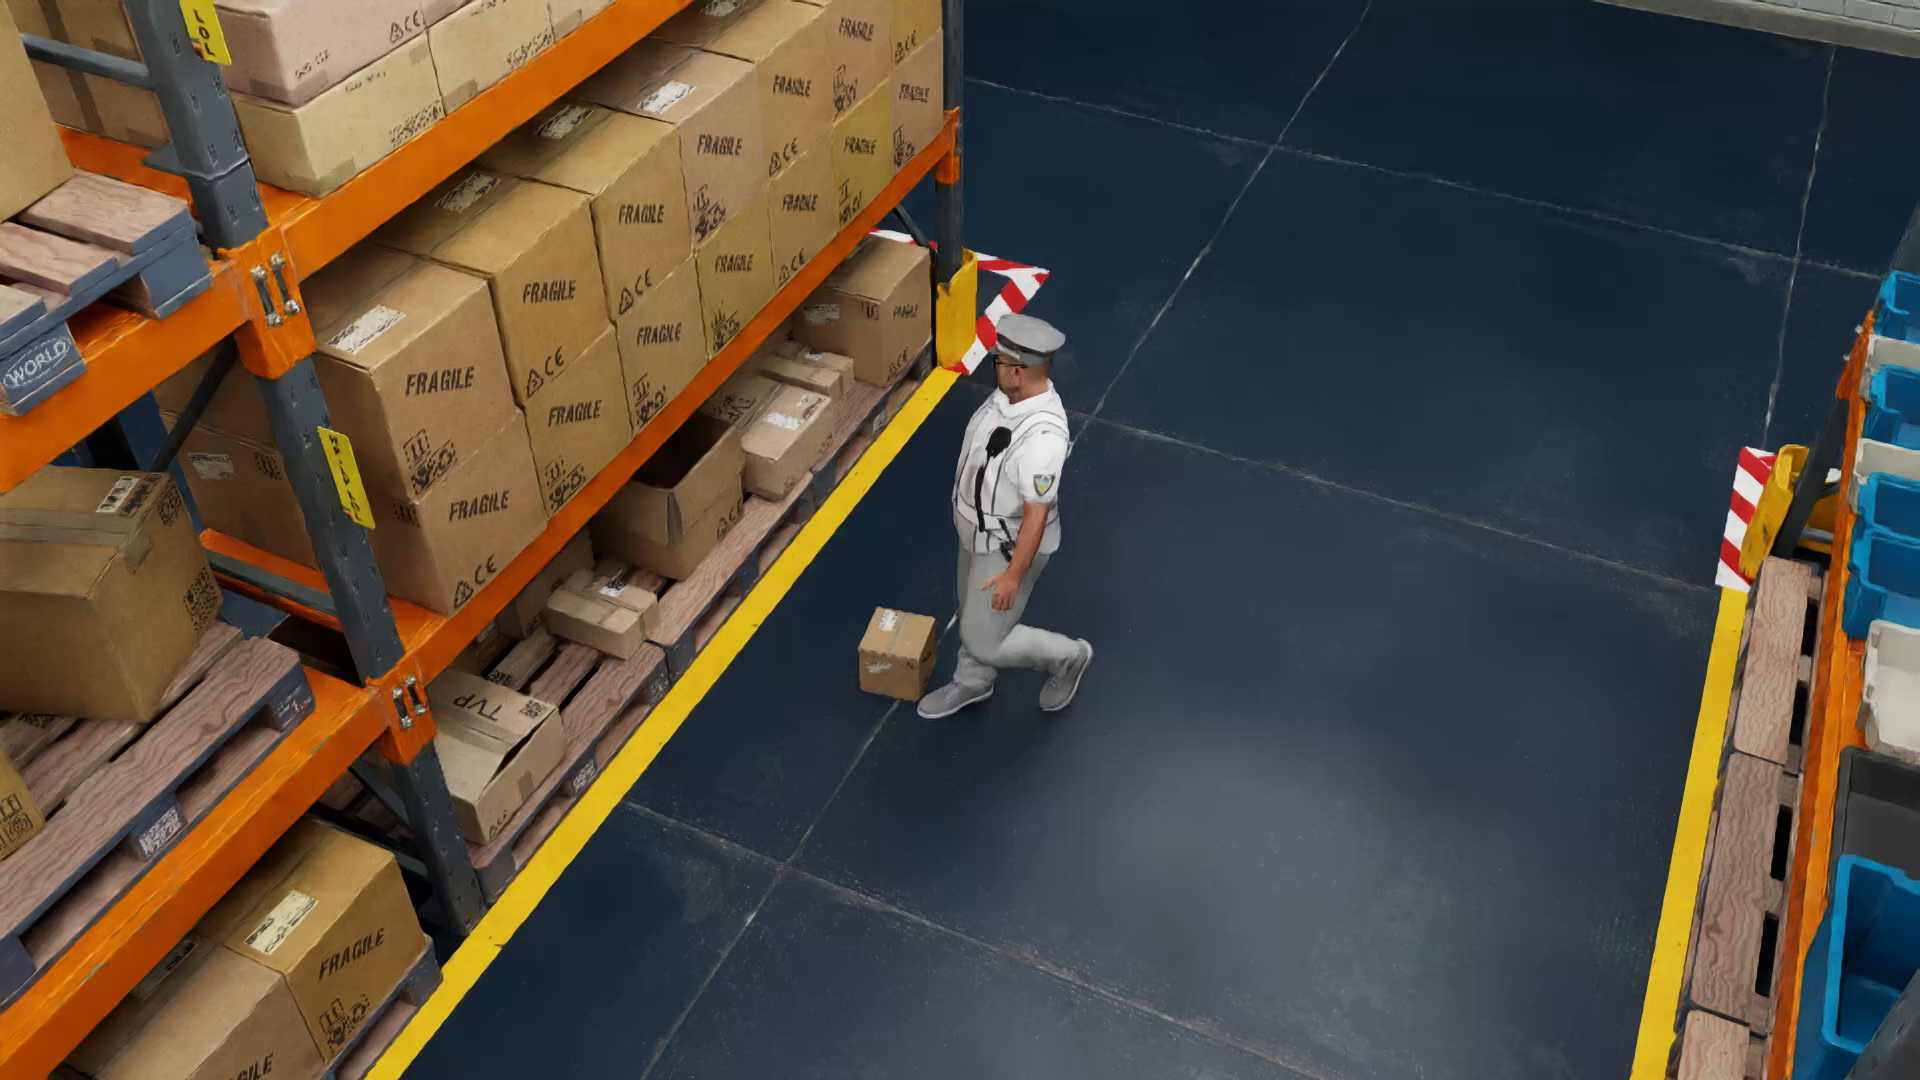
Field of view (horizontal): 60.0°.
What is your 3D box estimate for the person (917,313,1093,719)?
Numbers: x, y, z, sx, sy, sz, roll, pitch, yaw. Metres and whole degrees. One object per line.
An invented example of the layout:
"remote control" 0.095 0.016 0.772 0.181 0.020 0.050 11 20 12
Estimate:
"person" 0.158 -0.014 6.181 0.683 1.753 0.585 -9 43 -10
